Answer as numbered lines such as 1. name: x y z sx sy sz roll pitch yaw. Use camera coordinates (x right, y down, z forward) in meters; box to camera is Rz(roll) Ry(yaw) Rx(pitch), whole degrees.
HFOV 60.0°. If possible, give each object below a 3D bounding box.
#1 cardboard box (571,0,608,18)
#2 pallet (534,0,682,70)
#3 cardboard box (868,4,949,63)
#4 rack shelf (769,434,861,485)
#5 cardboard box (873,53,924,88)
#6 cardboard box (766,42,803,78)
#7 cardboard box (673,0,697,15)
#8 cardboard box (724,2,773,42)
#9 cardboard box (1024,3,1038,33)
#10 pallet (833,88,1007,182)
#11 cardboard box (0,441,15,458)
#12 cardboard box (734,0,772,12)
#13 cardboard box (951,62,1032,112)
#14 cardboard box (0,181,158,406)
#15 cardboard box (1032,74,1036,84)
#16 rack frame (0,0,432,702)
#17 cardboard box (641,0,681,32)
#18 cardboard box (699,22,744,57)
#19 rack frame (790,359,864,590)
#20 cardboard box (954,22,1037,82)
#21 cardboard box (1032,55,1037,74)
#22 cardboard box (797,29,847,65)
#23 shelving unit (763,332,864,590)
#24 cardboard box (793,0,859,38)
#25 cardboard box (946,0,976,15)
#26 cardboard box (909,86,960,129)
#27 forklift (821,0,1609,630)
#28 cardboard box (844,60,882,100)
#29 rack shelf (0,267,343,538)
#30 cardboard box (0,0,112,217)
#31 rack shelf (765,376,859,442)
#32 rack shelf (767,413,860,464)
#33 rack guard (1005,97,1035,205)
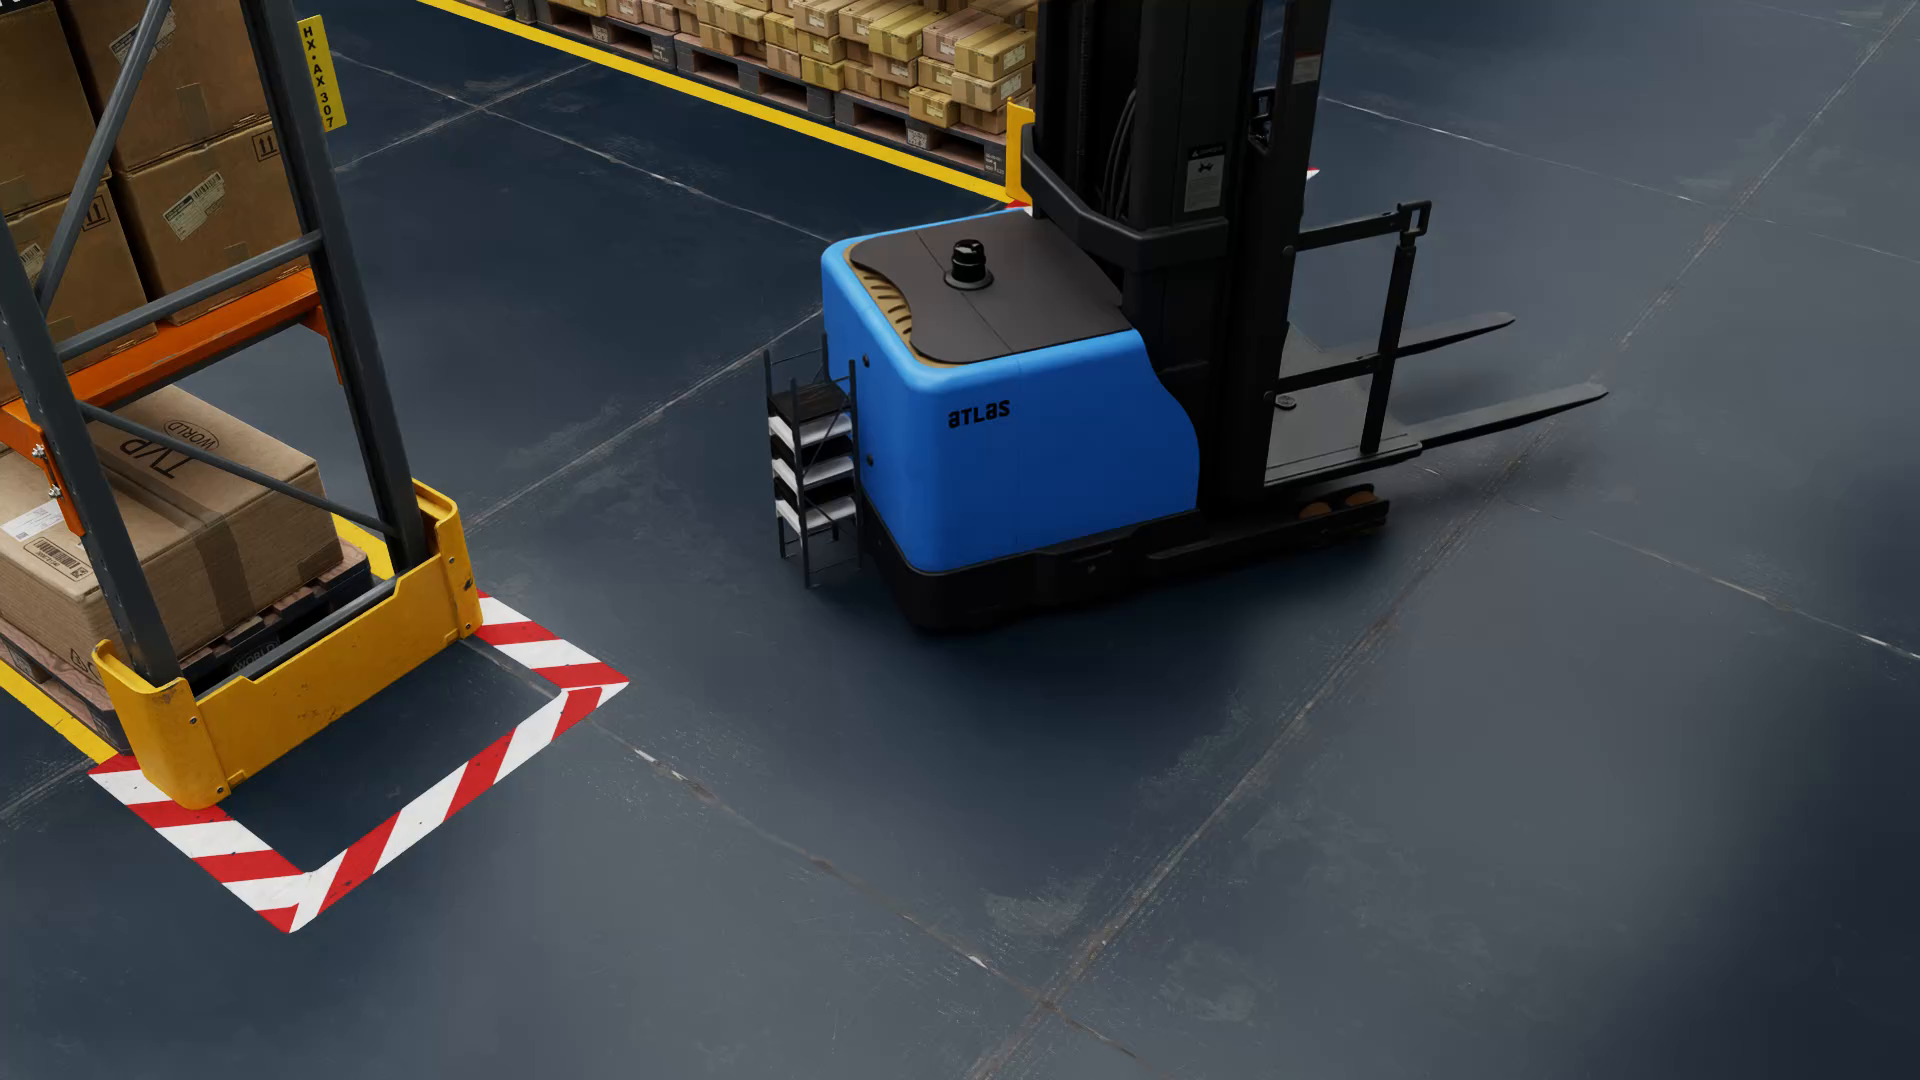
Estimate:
1. cardboard box: -2.114 -3.291 9.993 0.250 0.149 0.380 27 45 30
2. pallet: -1.865 -3.310 10.306 1.213 0.211 1.003 25 45 29
3. cardboard box: -0.264 -2.652 8.694 0.250 0.149 0.380 24 44 28
4. rack shelf: -0.508 -0.311 5.826 0.258 0.077 0.200 -20 42 -24
5. cardboard box: -0.249 -2.556 8.811 0.250 0.149 0.380 23 44 27
6. cardboard box: -0.860 -2.733 9.279 0.250 0.149 0.380 26 45 29
7. cardboard box: -1.438 -3.168 9.594 0.250 0.149 0.380 27 46 30
8. cardboard box: -1.096 -2.938 9.300 0.250 0.149 0.380 26 45 29
9. cardboard box: 0.548 -2.784 8.861 0.250 0.149 0.380 23 44 27
10. pallet: 0.073 -2.396 9.139 1.213 0.211 1.003 25 45 29
11. cardboard box: -3.486 -0.376 6.034 0.875 0.438 0.875 27 45 30
12. cardboard box: -1.046 -3.091 9.254 0.250 0.149 0.380 25 45 29
13. cardboard box: 0.165 -2.362 8.564 0.250 0.149 0.380 24 44 27
14. cardboard box: -2.713 -0.773 4.723 0.500 0.500 0.500 26 45 29
15. cardboard box: 0.536 -2.540 9.033 0.250 0.149 0.380 26 45 29
16. rack frame: -2.169 -0.682 4.688 0.127 3.000 1.000 25 45 29
17. cardboard box: -1.653 -3.153 9.816 0.250 0.149 0.380 24 44 28
18. cardboard box: -1.270 -2.925 9.525 0.250 0.149 0.380 24 44 27
19. rack frame: -0.456 -0.213 5.792 0.240 0.900 0.006 -20 42 -24
20. cardboard box: 0.183 -2.495 8.493 0.250 0.149 0.380 26 45 29
21. cardboard box: 0.497 -2.626 8.901 0.250 0.149 0.380 27 46 30
22. cardboard box: -0.668 -2.743 9.051 0.250 0.149 0.380 26 45 29
23. shelving unit: -0.508 -0.267 5.861 0.258 0.900 0.210 -20 42 -24
24. cardboard box: -0.679 -2.854 8.951 0.250 0.149 0.380 27 45 30
25. cardboard box: 0.134 -2.985 9.119 0.250 0.149 0.380 25 45 28
26. cardboard box: -0.053 -2.328 8.763 0.250 0.149 0.380 27 45 30
27. forklift: 1.066 -1.416 5.681 3.031 2.935 1.130 -14 40 -17
28. cardboard box: -0.415 -2.556 9.053 0.250 0.149 0.380 26 45 29
29. rack shelf: -3.758 -1.148 5.867 4.000 0.370 1.077 25 45 29
30. cardboard box: -2.697 -1.179 4.431 0.500 0.500 0.500 27 45 30
31. rack shelf: -0.508 -0.453 5.715 0.258 0.077 0.200 -20 42 -24
32. rack shelf: -0.508 -0.382 5.770 0.258 0.077 0.200 -20 42 -24
33. rack guard: 0.697 -2.188 8.639 0.348 0.500 1.175 25 45 29
